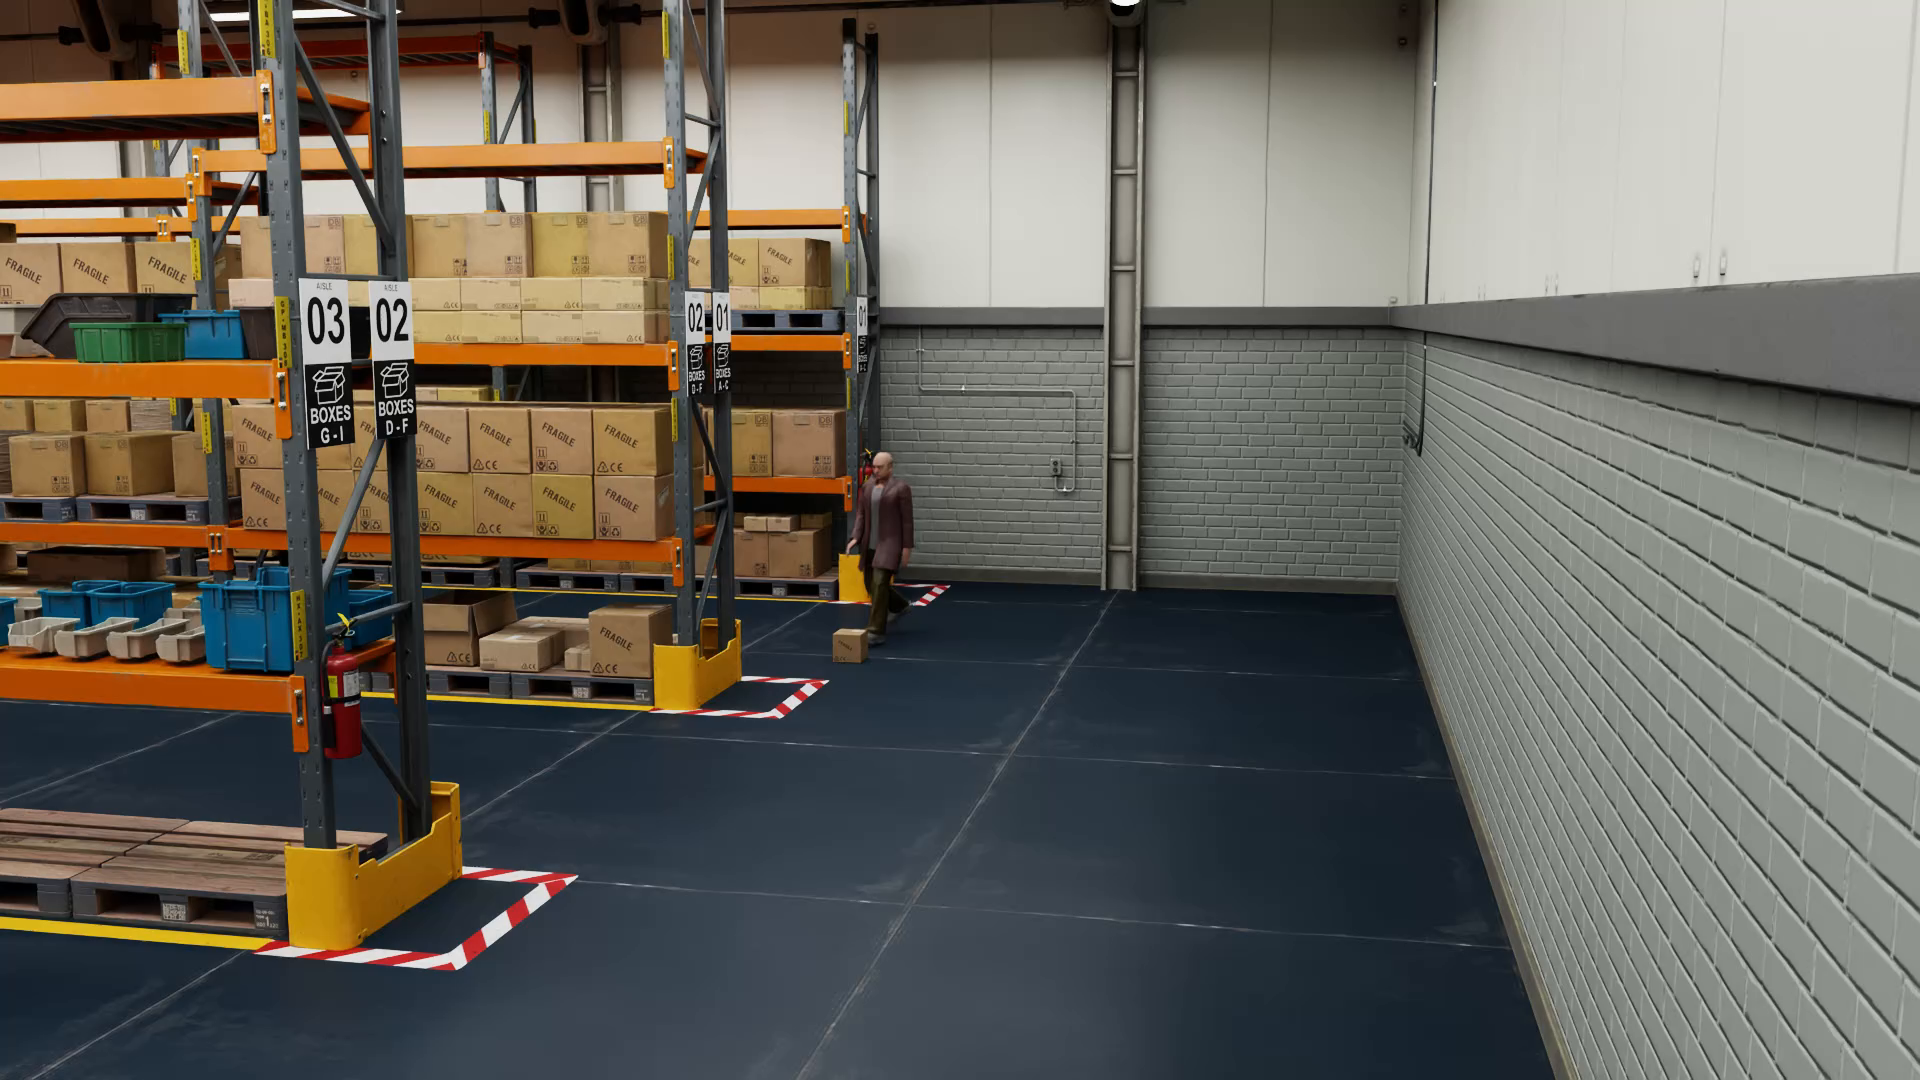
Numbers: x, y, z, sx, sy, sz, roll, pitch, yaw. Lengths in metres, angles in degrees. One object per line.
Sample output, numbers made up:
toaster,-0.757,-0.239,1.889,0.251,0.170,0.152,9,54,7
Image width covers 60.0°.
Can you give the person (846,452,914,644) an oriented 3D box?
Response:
person,-0.718,0.050,15.452,0.579,1.752,0.992,6,10,38
